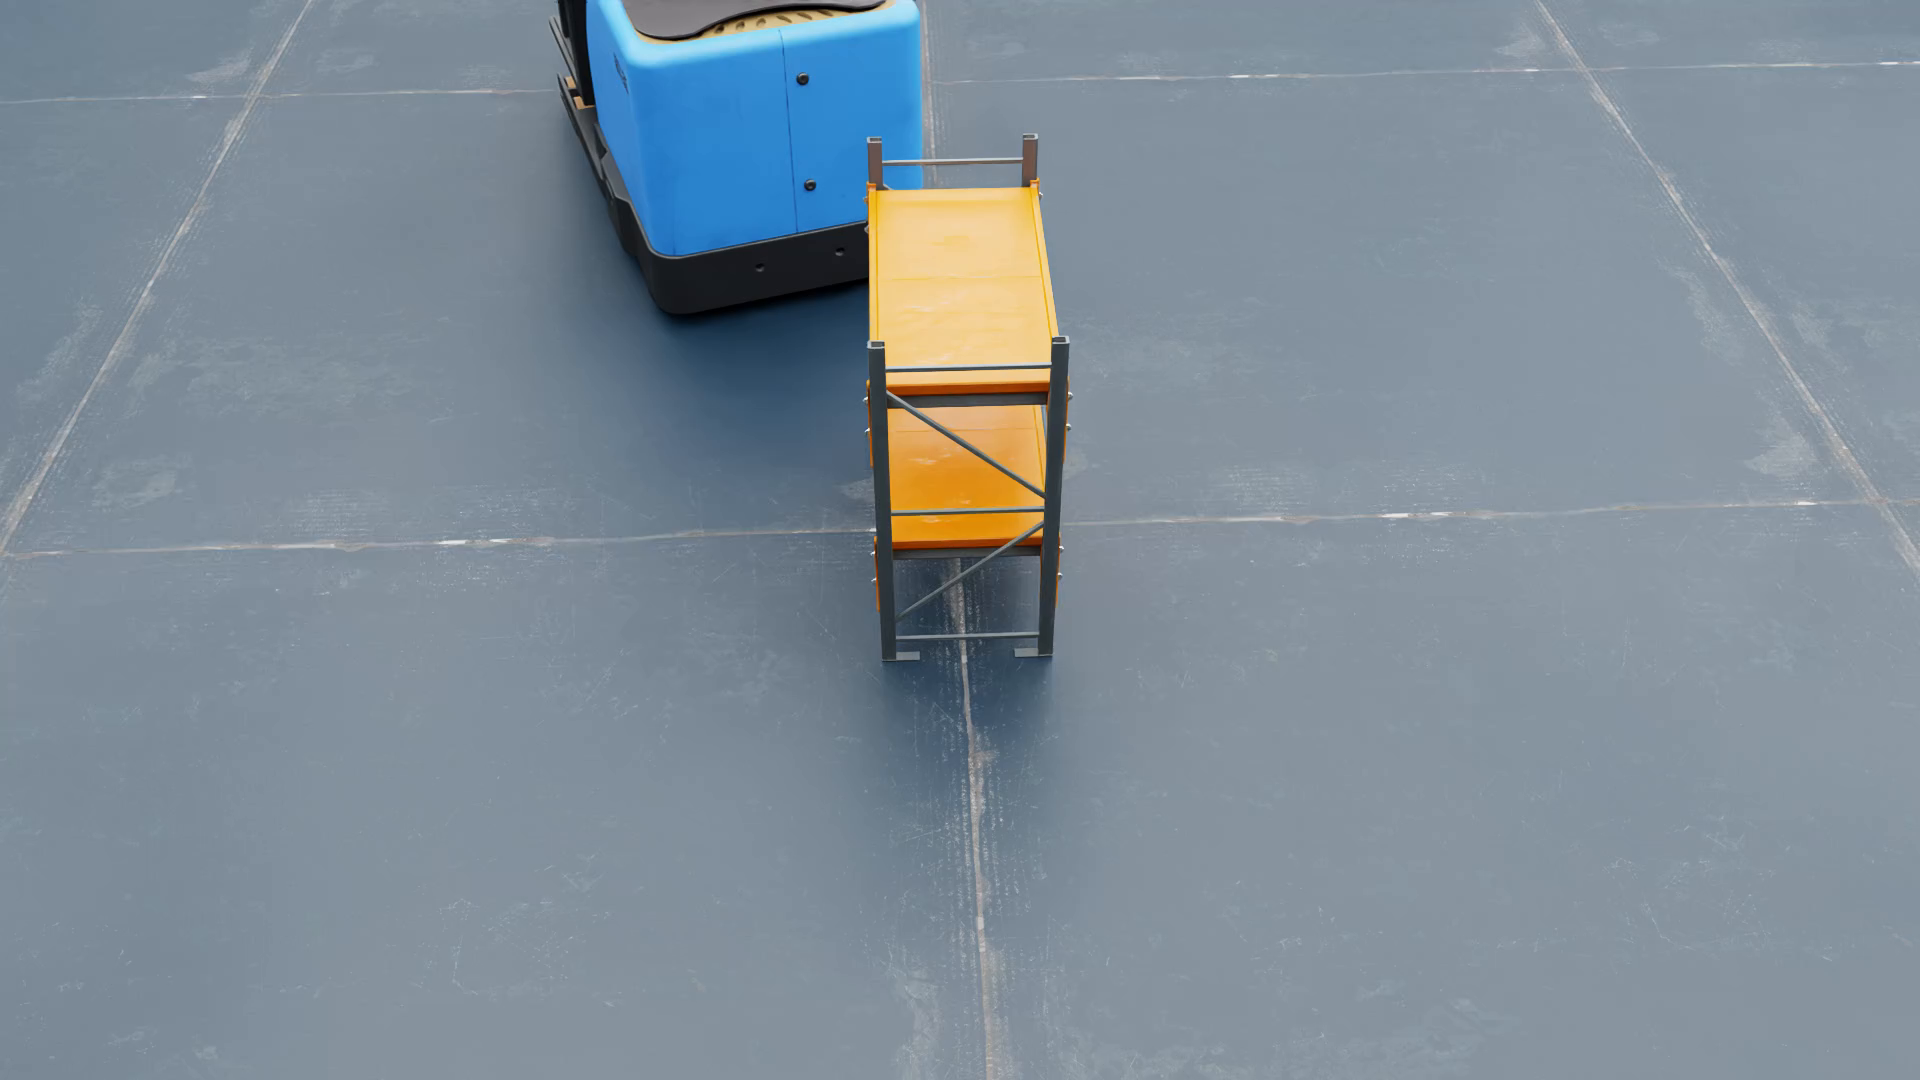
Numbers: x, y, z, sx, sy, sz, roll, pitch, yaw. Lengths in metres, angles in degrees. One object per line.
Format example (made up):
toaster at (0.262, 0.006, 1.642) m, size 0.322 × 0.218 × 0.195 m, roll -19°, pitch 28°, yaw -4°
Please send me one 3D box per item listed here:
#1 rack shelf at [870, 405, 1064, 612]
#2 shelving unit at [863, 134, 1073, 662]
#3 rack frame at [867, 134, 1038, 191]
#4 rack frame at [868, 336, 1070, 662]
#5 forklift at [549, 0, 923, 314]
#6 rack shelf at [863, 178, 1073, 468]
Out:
rack shelf at (0.000, -0.239, 5.040) m, size 0.538 × 0.278 × 1.000 m, roll -2°, pitch 43°, yaw -2°
shelving unit at (0.000, -0.419, 4.875) m, size 0.538 × 1.125 × 1.048 m, roll -2°, pitch 43°, yaw -2°
rack frame at (-0.022, -0.762, 5.249) m, size 0.500 × 1.125 × 0.032 m, roll -2°, pitch 43°, yaw -2°
rack frame at (0.021, -0.076, 4.500) m, size 0.500 × 1.125 × 0.032 m, roll -2°, pitch 43°, yaw -2°
forklift at (-1.108, -2.908, 6.253) m, size 1.130 × 2.935 × 3.031 m, roll -14°, pitch 44°, yaw -15°
rack shelf at (0.000, -0.635, 4.677) m, size 0.538 × 0.278 × 1.000 m, roll -2°, pitch 43°, yaw -2°
